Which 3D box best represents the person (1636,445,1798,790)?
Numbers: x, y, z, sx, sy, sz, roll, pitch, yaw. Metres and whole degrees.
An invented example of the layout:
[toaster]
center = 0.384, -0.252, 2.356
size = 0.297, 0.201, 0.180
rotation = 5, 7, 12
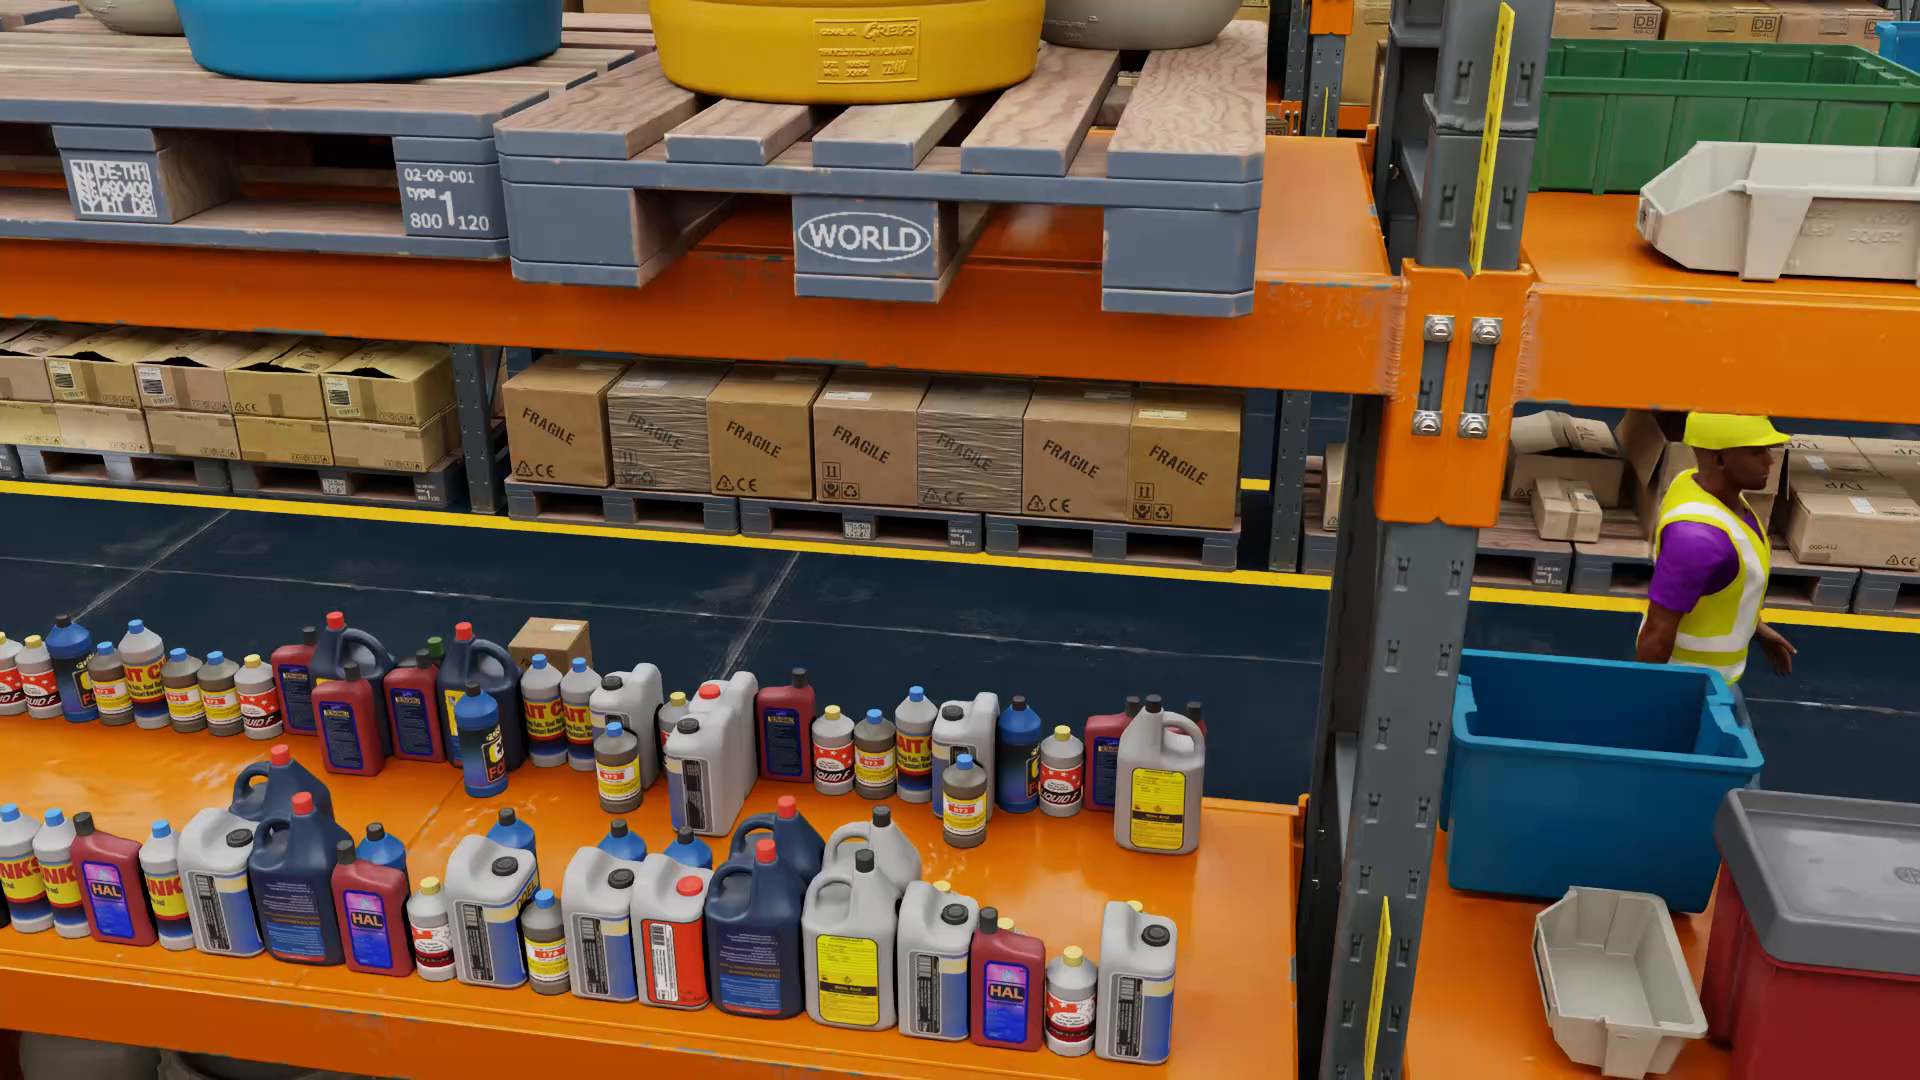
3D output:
[person]
center = 2.417, 0.398, 5.217
size = 0.968, 1.679, 0.567
rotation = 9, 26, 18
